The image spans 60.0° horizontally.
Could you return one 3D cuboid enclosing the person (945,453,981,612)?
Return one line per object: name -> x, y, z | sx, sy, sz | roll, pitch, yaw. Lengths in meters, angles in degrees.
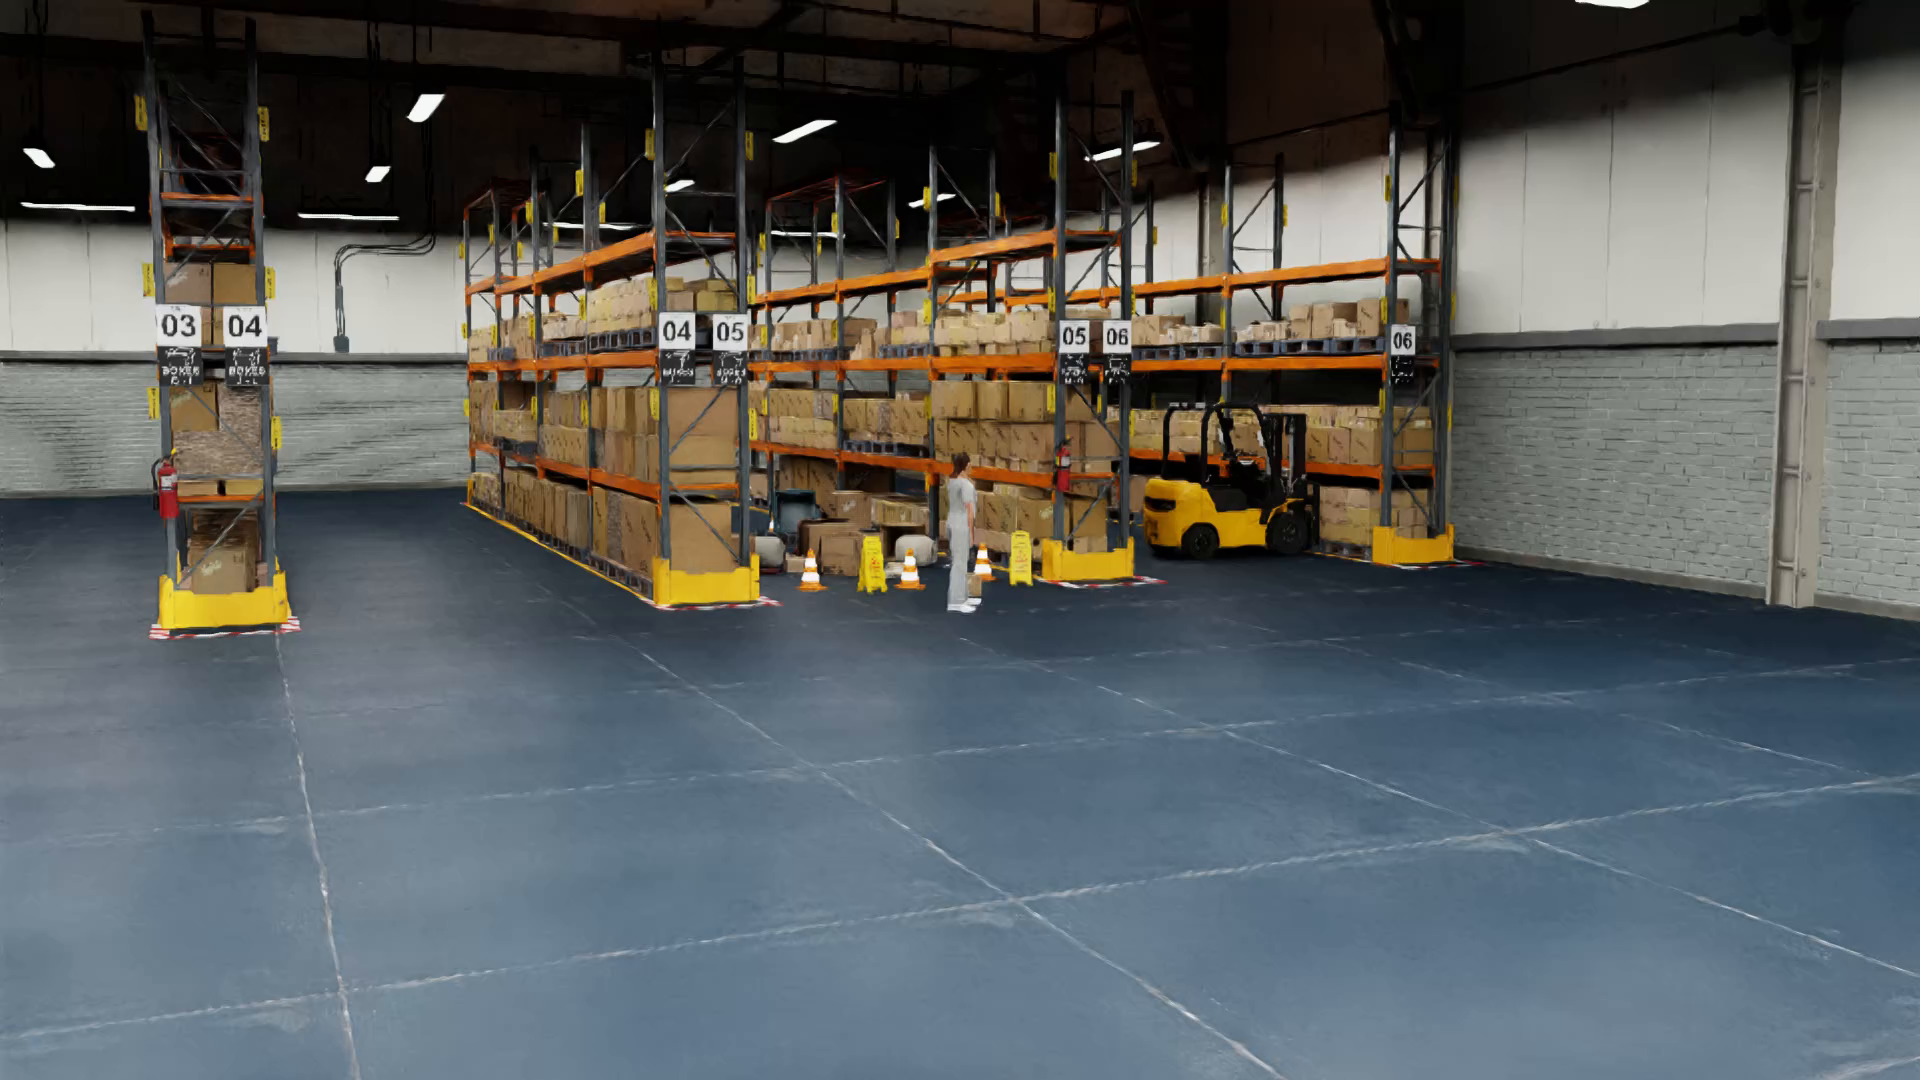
person -> 0.052, -0.091, 17.693 | 0.513, 1.665, 0.536 | -3, 6, -26
